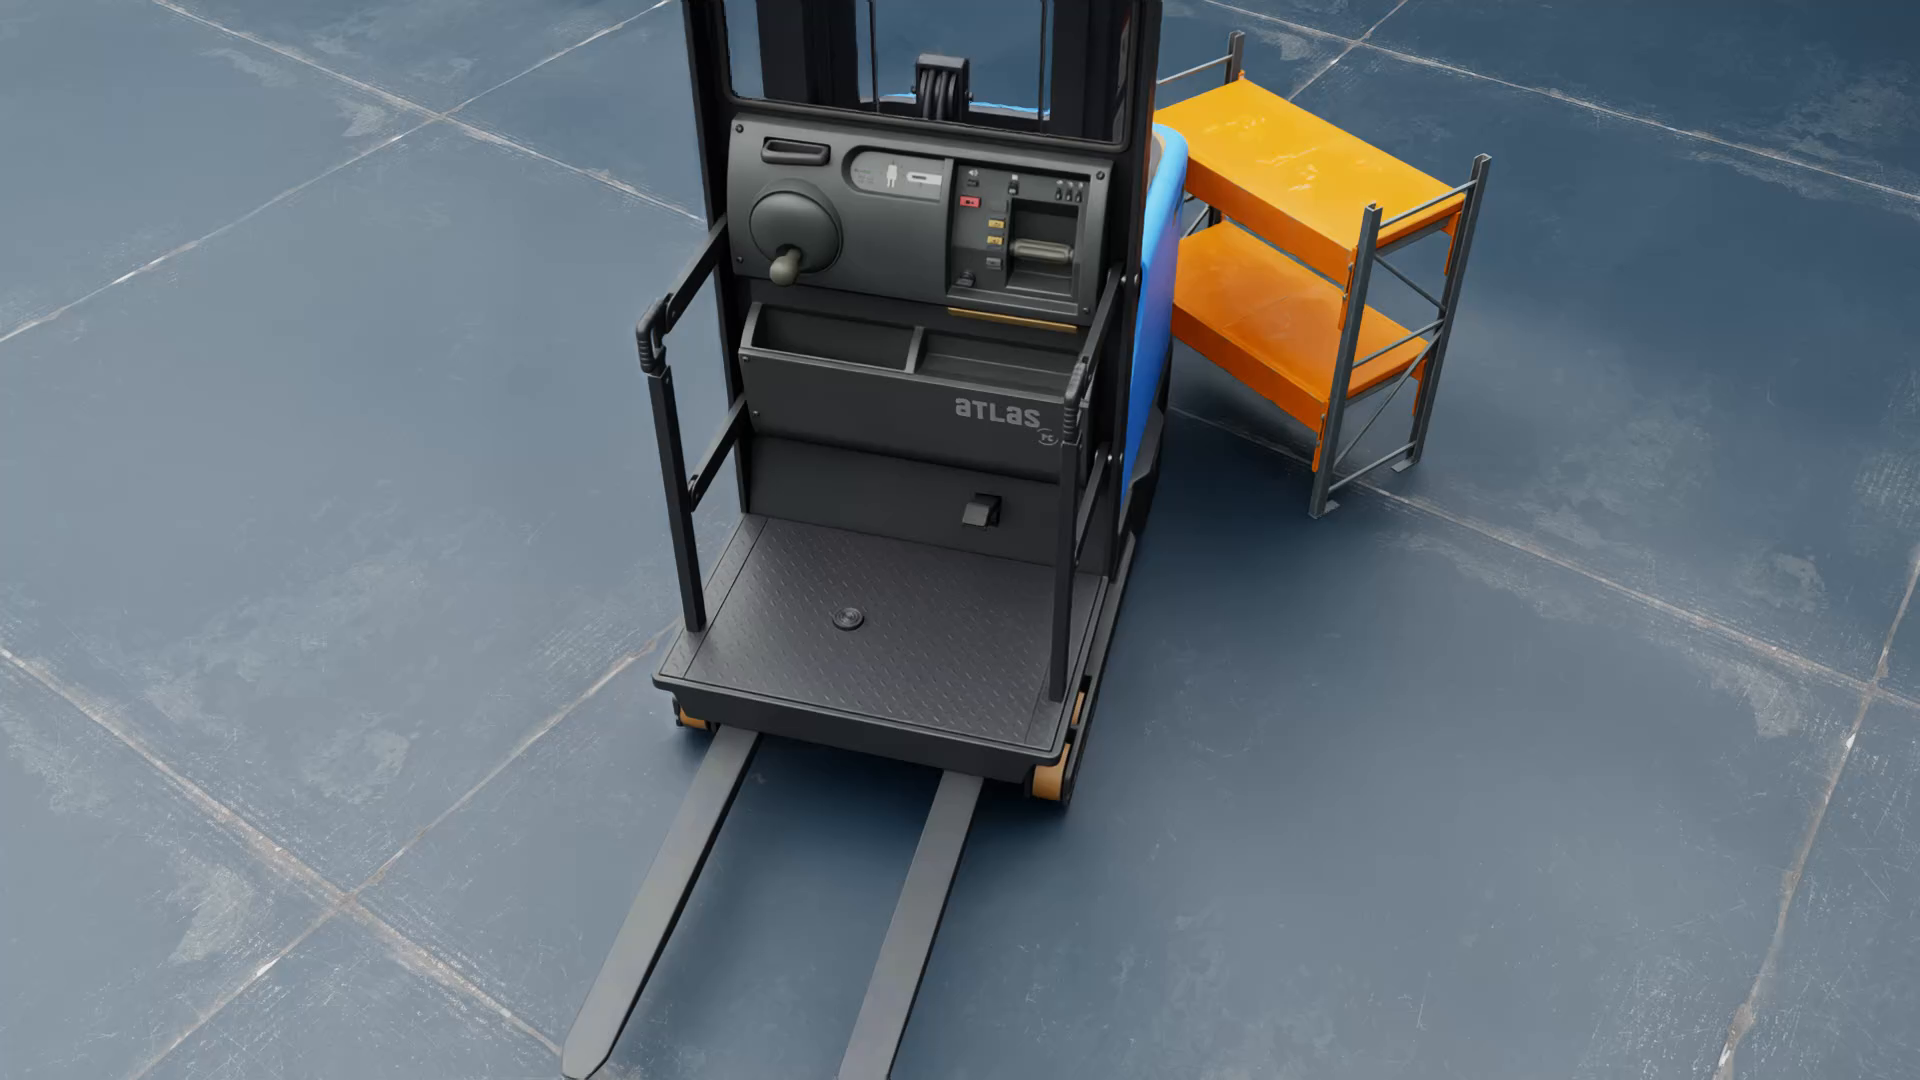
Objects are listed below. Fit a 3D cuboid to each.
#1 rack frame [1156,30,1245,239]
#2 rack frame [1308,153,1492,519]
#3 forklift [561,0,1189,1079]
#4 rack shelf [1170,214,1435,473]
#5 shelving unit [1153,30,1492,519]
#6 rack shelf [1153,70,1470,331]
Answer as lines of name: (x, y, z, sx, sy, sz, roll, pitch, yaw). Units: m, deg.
rack frame: (0.718, -1.136, 5.676, 0.500, 1.125, 0.032, -26, 48, -26)
rack frame: (1.326, -0.593, 5.069, 0.500, 1.125, 0.032, -26, 48, -26)
forklift: (-0.162, -0.683, 3.815, 1.130, 2.935, 3.031, 10, 43, 11)
rack shelf: (1.022, -0.682, 5.536, 0.538, 0.278, 1.000, -26, 48, -26)
shelving unit: (1.022, -0.864, 5.373, 0.538, 1.125, 1.048, -26, 48, -26)
rack shelf: (1.022, -1.083, 5.177, 0.538, 0.278, 1.000, -26, 48, -26)
